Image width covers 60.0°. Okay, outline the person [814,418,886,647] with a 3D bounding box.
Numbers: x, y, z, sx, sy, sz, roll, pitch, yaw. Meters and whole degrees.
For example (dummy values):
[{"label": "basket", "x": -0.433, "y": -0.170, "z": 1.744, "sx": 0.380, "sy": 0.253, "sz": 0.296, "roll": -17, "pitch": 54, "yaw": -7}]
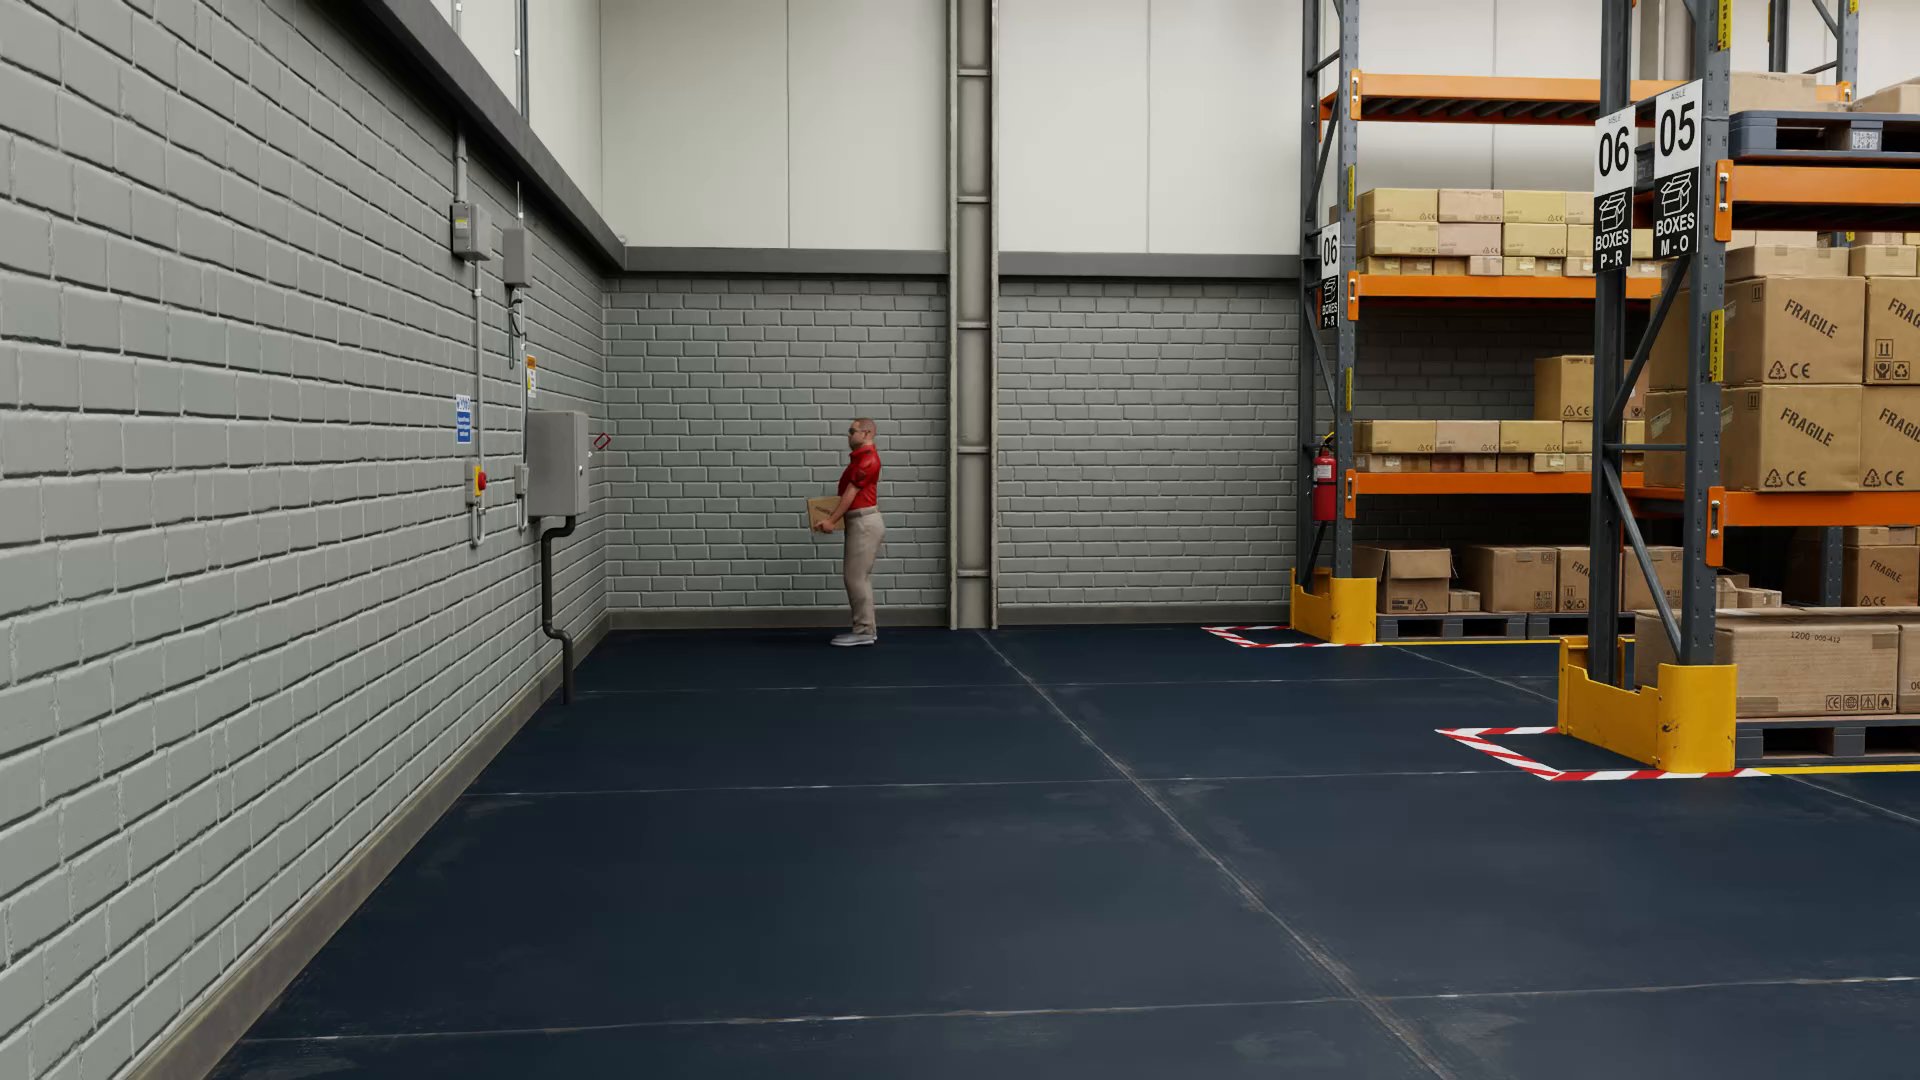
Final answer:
[{"label": "person", "x": -0.837, "y": -0.062, "z": 12.583, "sx": 0.543, "sy": 1.725, "sz": 0.490, "roll": 0, "pitch": 3, "yaw": -7}]
